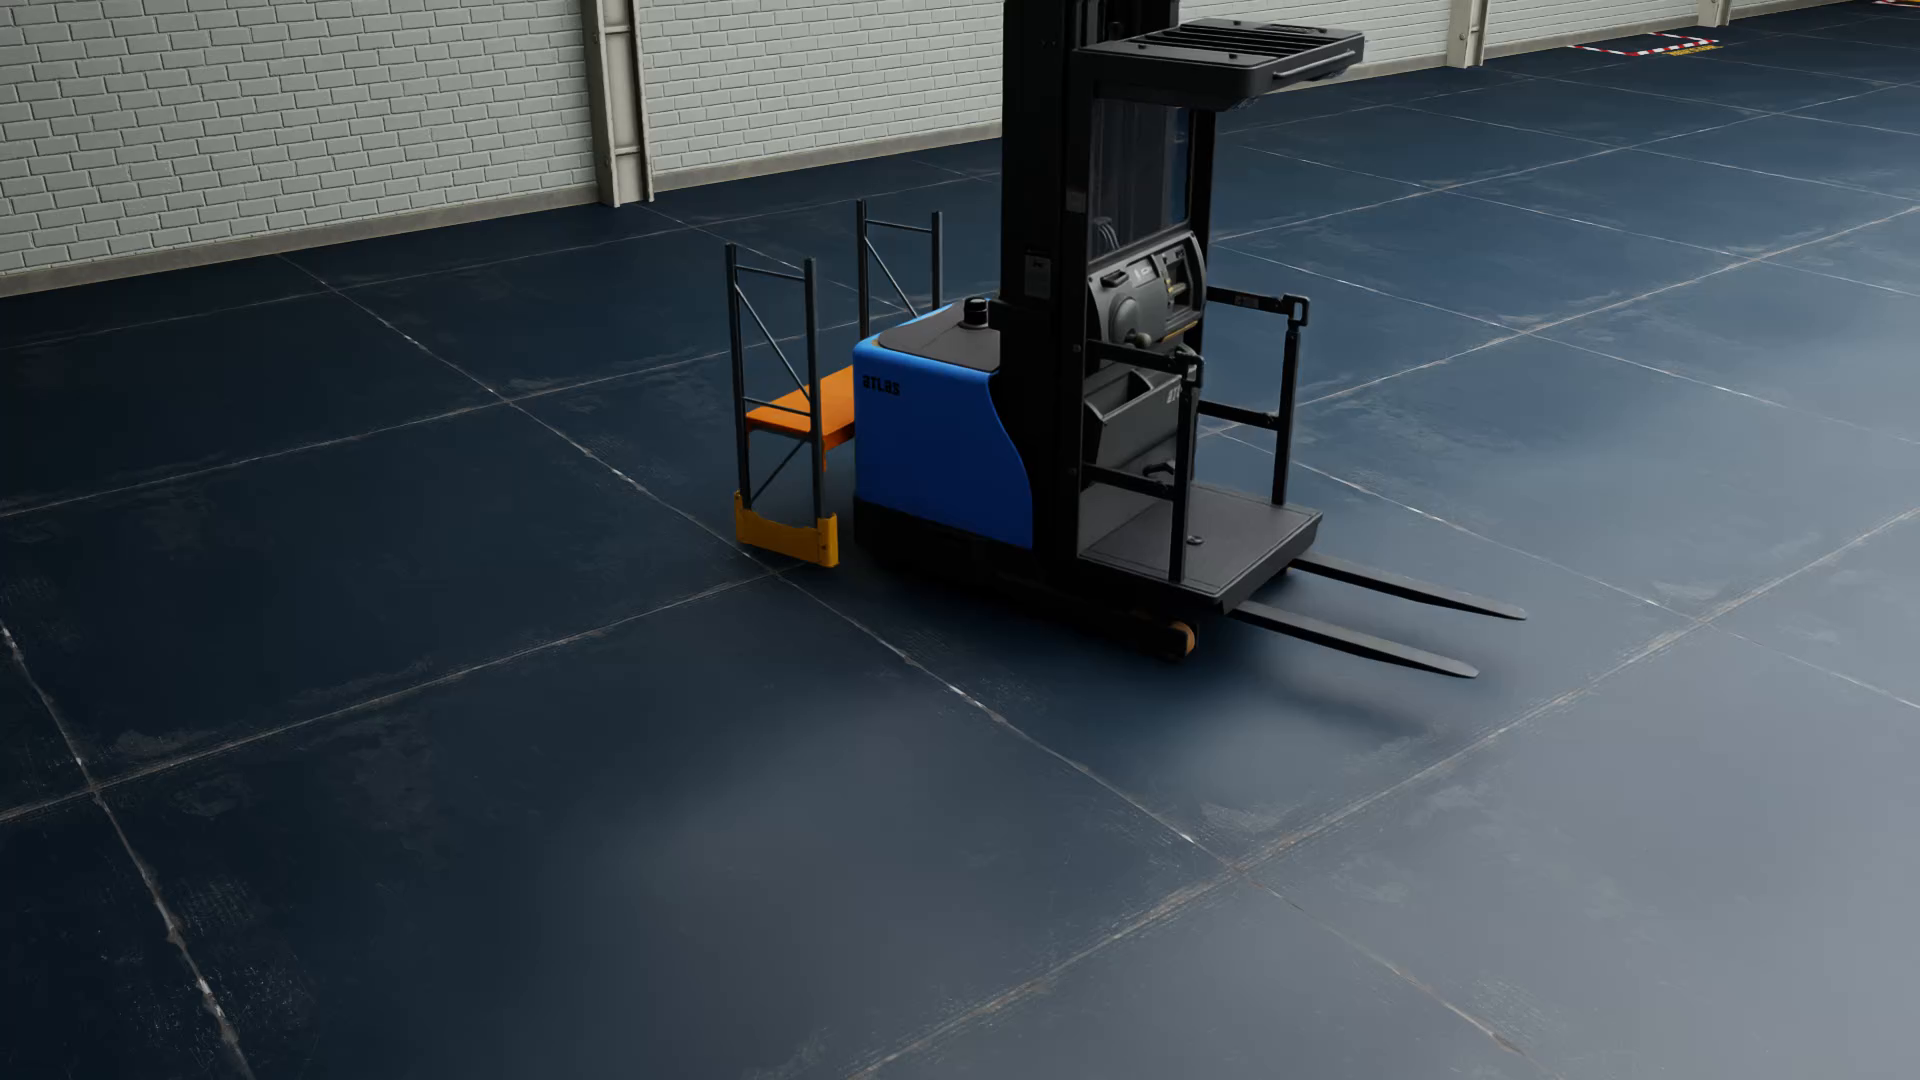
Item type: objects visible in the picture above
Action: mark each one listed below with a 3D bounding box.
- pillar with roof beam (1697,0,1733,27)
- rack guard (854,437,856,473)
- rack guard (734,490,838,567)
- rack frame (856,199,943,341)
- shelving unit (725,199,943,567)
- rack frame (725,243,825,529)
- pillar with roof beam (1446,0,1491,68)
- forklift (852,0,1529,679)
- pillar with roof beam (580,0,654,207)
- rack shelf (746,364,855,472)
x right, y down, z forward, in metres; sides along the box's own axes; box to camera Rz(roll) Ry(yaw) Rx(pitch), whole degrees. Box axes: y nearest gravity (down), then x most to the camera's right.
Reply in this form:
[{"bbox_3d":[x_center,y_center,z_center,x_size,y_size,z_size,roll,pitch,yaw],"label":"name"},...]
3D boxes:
[{"bbox_3d":[13.867,-10.335,19.829,0.400,9.000,9.100,-18,31,-34],"label":"pillar with roof beam"},{"bbox_3d":[-0.305,-0.413,8.843,0.587,0.250,0.087,15,29,30],"label":"rack guard"},{"bbox_3d":[-0.848,-0.061,8.085,0.587,0.250,0.087,15,29,30],"label":"rack guard"},{"bbox_3d":[-0.305,-0.980,8.580,0.500,1.500,0.032,15,29,30],"label":"rack frame"},{"bbox_3d":[-0.576,-0.804,8.201,0.587,1.500,1.083,15,29,30],"label":"shelving unit"},{"bbox_3d":[-0.858,-0.621,7.807,0.500,1.500,0.032,15,29,30],"label":"rack frame"},{"bbox_3d":[9.145,-8.776,16.471,0.400,9.000,9.100,-18,31,-34],"label":"pillar with roof beam"},{"bbox_3d":[0.984,-1.067,7.067,3.031,2.935,1.130,17,30,32],"label":"forklift"},{"bbox_3d":[-0.298,-5.659,9.754,0.400,9.000,9.100,-18,31,-34],"label":"pillar with roof beam"},{"bbox_3d":[-0.581,-0.638,8.269,0.538,0.185,1.000,15,29,30],"label":"rack shelf"}]
